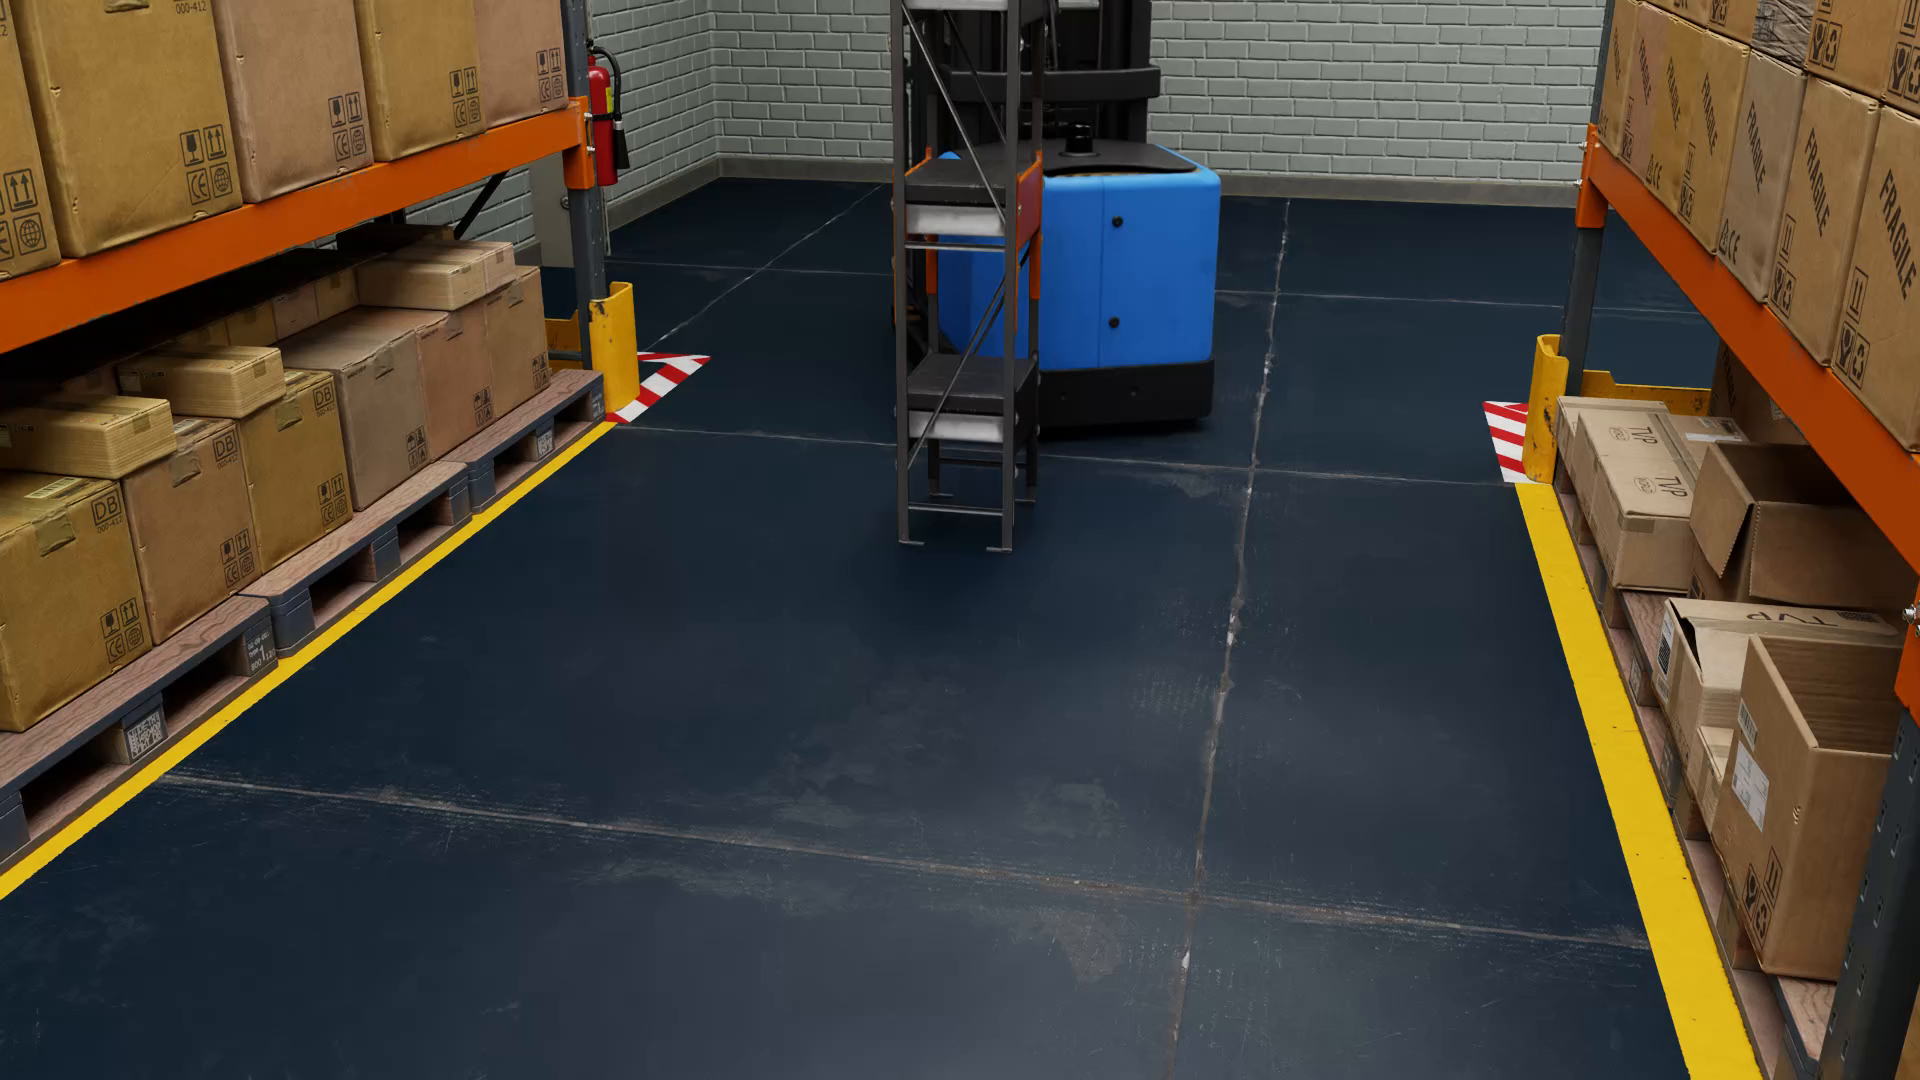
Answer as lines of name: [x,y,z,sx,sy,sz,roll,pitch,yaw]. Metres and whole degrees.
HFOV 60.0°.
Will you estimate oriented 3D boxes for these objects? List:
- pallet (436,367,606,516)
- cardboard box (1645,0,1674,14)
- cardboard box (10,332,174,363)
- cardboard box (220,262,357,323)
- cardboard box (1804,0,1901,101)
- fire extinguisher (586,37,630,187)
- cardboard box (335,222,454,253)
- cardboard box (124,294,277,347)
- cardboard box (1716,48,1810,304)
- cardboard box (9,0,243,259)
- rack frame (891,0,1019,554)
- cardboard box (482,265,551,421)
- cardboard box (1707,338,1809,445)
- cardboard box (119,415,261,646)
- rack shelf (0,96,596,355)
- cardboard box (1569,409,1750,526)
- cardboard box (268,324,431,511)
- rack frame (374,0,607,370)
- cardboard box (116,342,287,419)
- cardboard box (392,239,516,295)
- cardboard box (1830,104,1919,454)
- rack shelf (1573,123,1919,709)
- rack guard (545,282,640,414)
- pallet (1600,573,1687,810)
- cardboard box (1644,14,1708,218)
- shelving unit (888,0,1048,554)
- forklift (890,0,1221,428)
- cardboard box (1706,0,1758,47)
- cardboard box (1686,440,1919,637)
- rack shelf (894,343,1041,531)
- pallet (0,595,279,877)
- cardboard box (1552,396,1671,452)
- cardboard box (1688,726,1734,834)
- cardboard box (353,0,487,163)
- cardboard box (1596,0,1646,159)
pallet: [-2.124,-0.442,6.668,1.003,0.211,1.213,4,22,11]
cardboard box: [2.365,-1.834,4.919,0.500,0.500,0.500,5,22,11]
cardboard box: [-2.613,-0.516,5.036,0.380,0.149,0.250,5,22,11]
cardboard box: [-2.407,-0.891,5.965,0.380,0.149,0.250,5,22,11]
cardboard box: [1.948,-1.097,3.090,0.500,0.500,0.500,4,22,10]
fire extinguisher: [-1.555,-1.845,7.022,0.296,0.674,0.183,4,22,11]
cardboard box: [-2.252,-1.167,6.652,0.380,0.149,0.250,5,22,11]
cardboard box: [-2.509,-0.704,5.501,0.380,0.149,0.250,5,22,11]
cardboard box: [2.054,-0.820,3.741,0.500,0.500,0.500,5,22,12]
cardboard box: [-2.572,-1.174,4.351,0.980,0.700,0.700,4,22,10]
rack frame: [-0.016,-0.945,5.390,0.400,2.100,0.015,4,22,11]
cardboard box: [-2.082,-0.805,6.622,0.700,0.500,0.500,4,22,11]
cardboard box: [2.943,-0.484,5.798,0.500,0.500,0.500,4,22,11]
cardboard box: [-2.495,-0.055,4.760,0.700,0.500,0.500,4,22,10]
rack shelf: [-2.445,-0.969,5.207,1.077,0.370,4.000,4,22,11]
cardboard box: [2.322,-0.226,5.491,0.500,0.250,0.500,4,22,11]
cardboard box: [-2.286,-0.438,5.711,0.700,0.500,0.500,4,22,9]
rack frame: [-2.037,-2.034,6.888,1.000,3.000,0.127,4,22,11]
cardboard box: [-2.246,-0.475,4.933,0.380,0.149,0.250,4,22,9]
cardboard box: [-1.930,-1.046,6.350,0.380,0.149,0.250,4,22,10]
cardboard box: [1.848,-0.443,2.806,0.500,0.500,0.500,5,22,12]
rack shelf: [2.405,-0.592,4.272,1.077,0.370,4.000,4,22,11]
rack guard: [-2.032,-0.883,7.377,1.175,0.500,0.348,4,22,11]
pallet: [2.385,0.400,4.577,1.003,0.211,1.213,4,22,11]
cardboard box: [2.259,-1.189,4.658,0.500,0.500,0.500,4,22,11]
shelving unit: [0.034,-1.035,5.612,0.431,2.100,0.503,4,22,11]
forklift: [0.269,-2.322,7.695,1.130,2.935,3.031,-4,22,-10]
cardboard box: [2.155,-1.465,4.005,0.500,0.500,0.500,4,22,10]
cardboard box: [2.375,0.072,4.413,0.797,0.503,0.637,4,22,11]
rack shelf: [0.034,-0.373,5.878,0.431,0.518,0.480,4,22,11]
pallet: [-2.622,0.450,4.453,1.003,0.211,1.213,4,22,11]
cardboard box: [2.391,-0.412,6.089,0.380,0.149,0.250,4,22,11]
cardboard box: [1.853,0.552,3.695,0.380,0.149,0.250,4,22,11]
cardboard box: [-2.269,-1.719,5.704,0.980,0.700,0.700,4,22,10]
cardboard box: [2.464,-1.562,5.582,0.500,0.500,0.500,5,22,12]
